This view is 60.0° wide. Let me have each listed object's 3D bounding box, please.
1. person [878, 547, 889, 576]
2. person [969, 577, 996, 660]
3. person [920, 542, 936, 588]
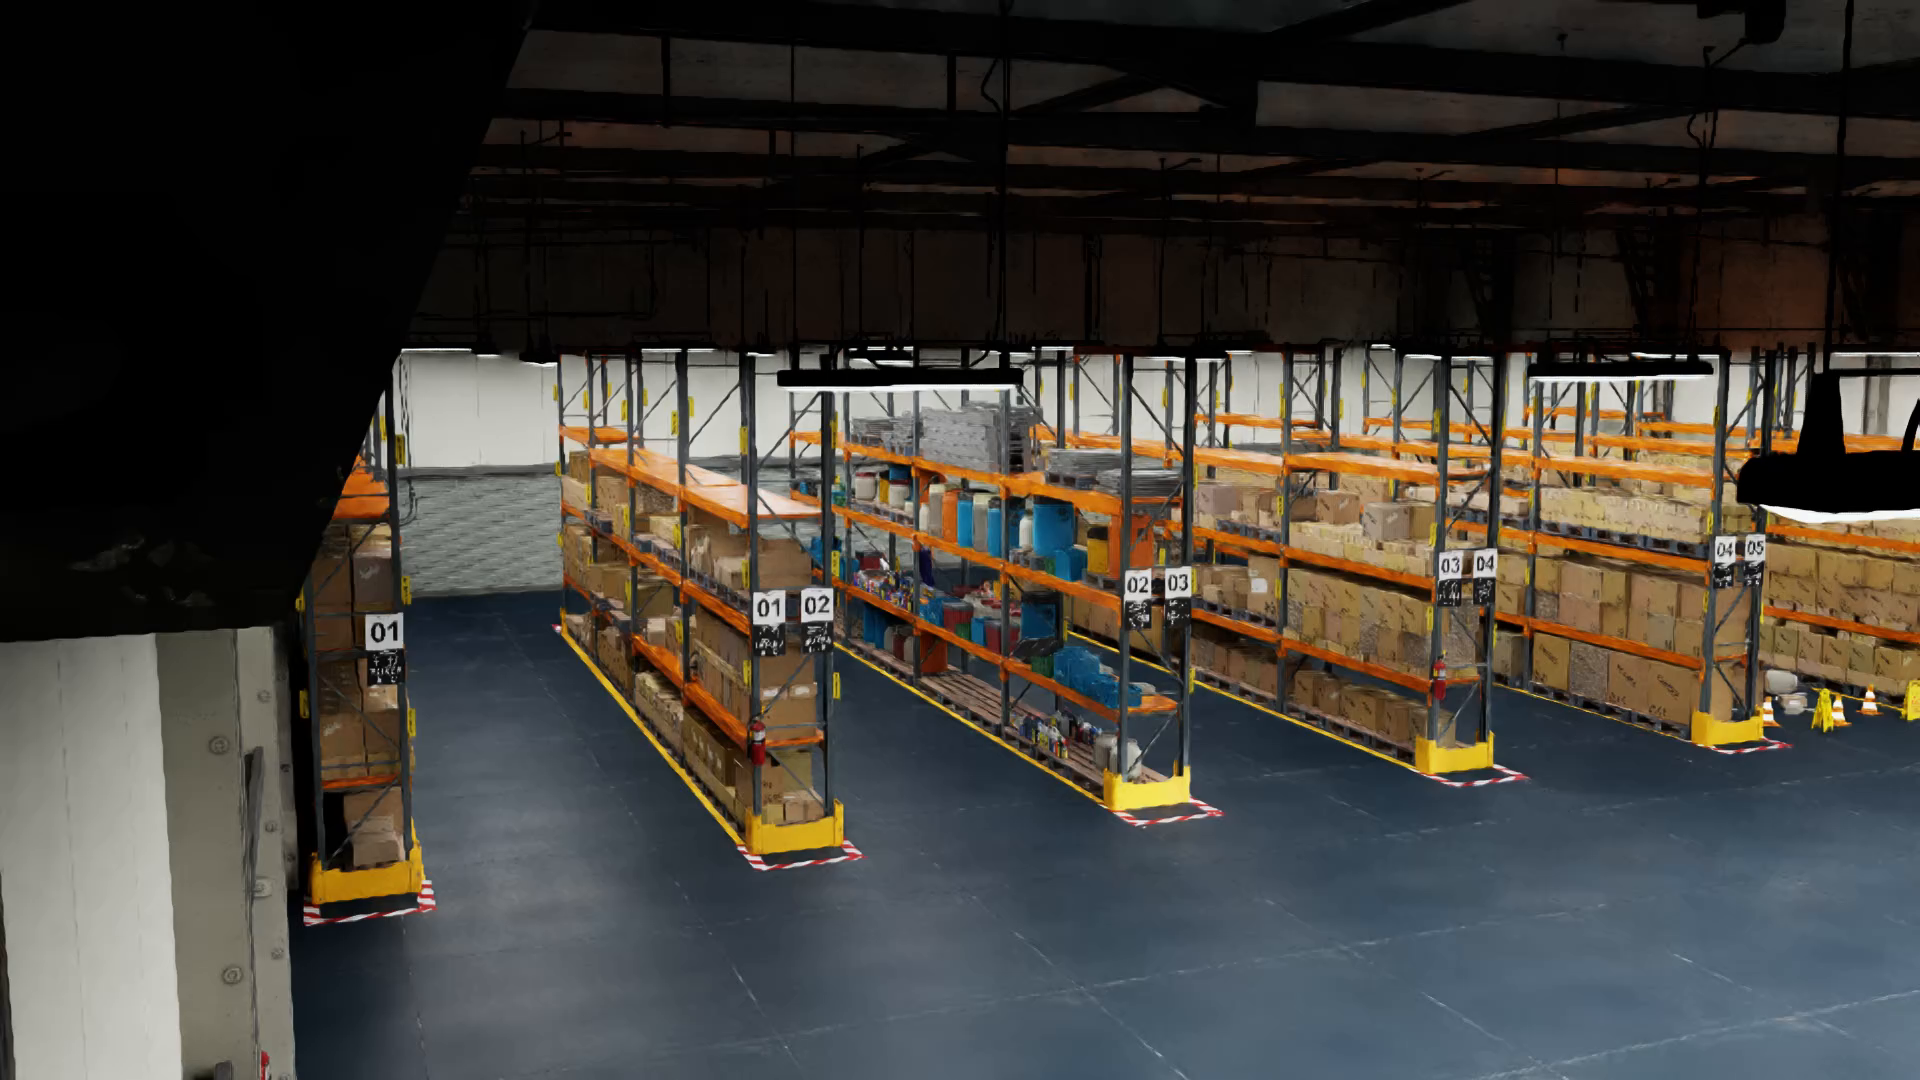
[{"bbox_3d":[-1.663,0.981,35.578,0.461,1.671,0.577,-6,9,-38],"label":"person"},{"bbox_3d":[0.437,1.504,31.787,0.580,1.618,0.507,-3,8,-23],"label":"person"},{"bbox_3d":[-0.834,0.407,40.255,0.602,1.630,0.385,6,9,40],"label":"person"}]
